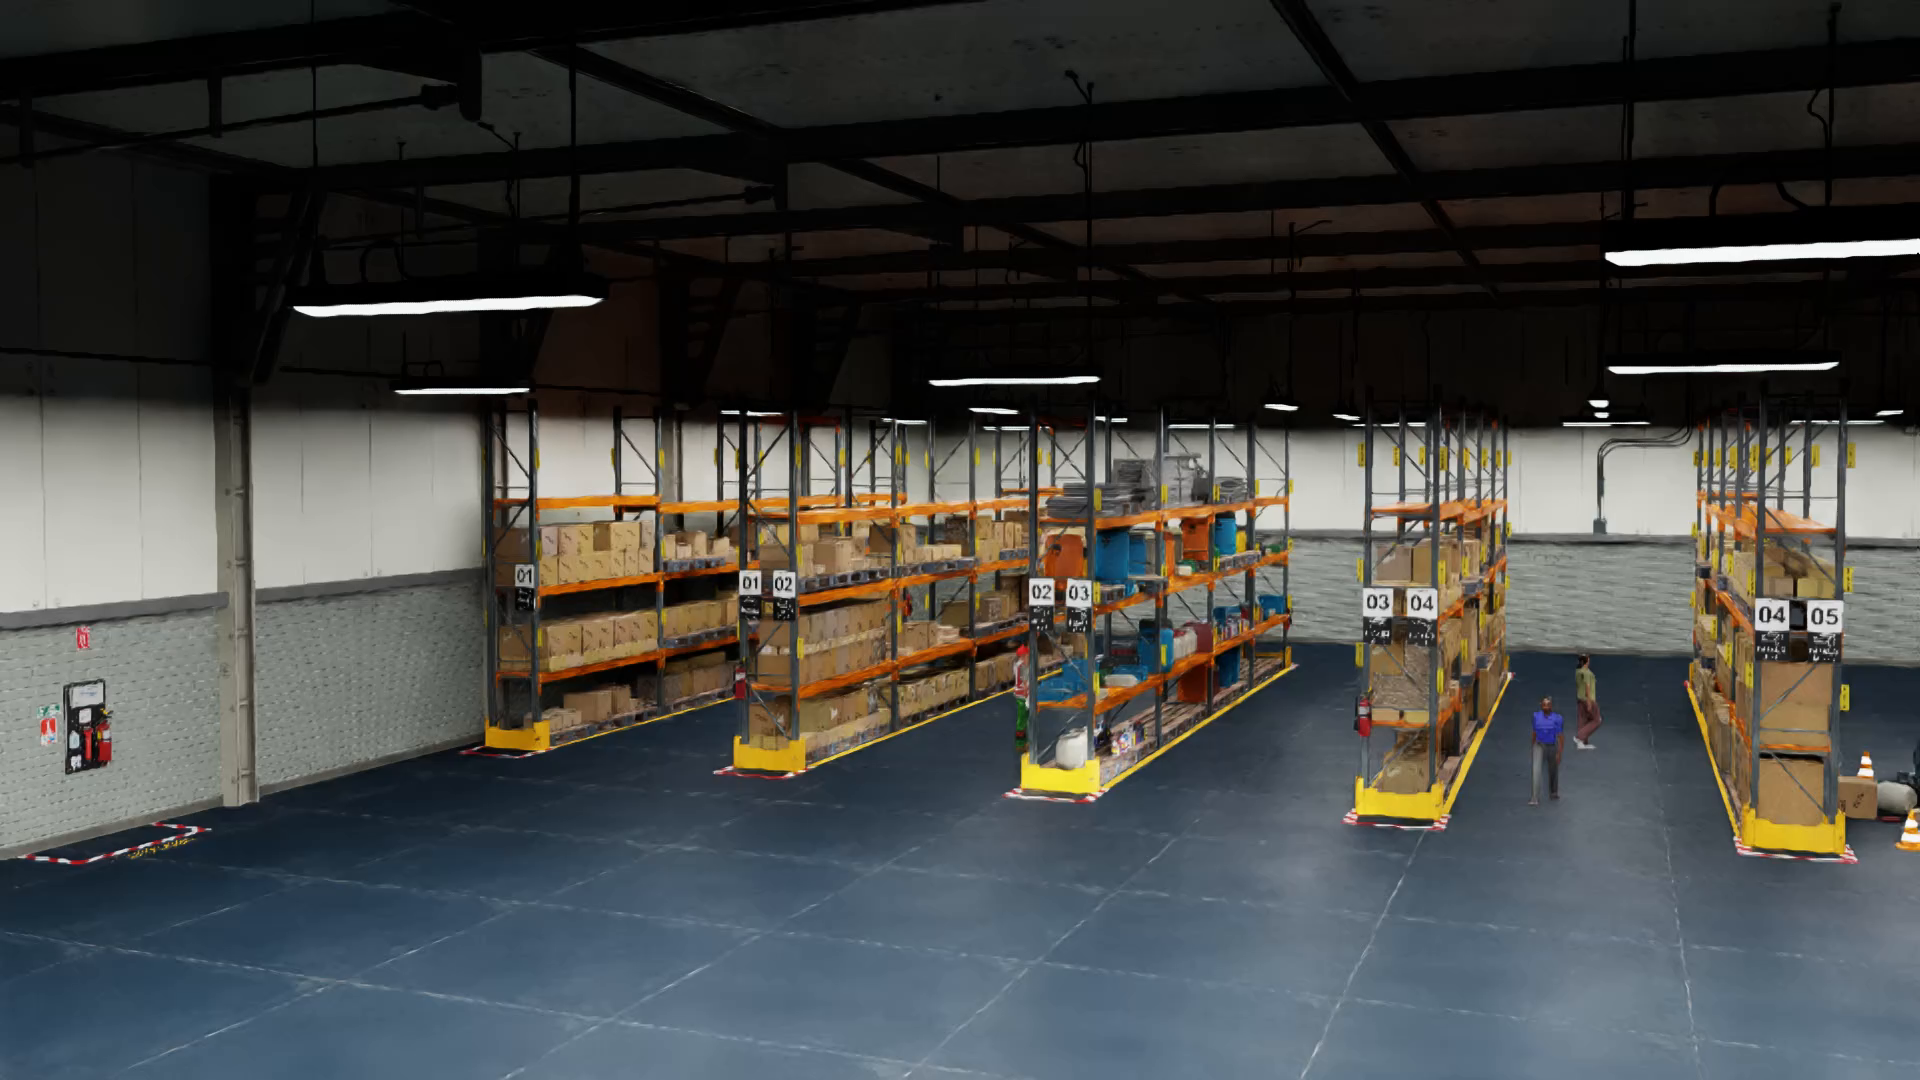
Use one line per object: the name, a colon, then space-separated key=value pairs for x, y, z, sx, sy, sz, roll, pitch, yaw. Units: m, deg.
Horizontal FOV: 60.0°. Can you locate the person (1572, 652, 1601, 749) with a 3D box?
person: x=10.700 y=2.760 z=28.485 sx=0.432 sy=1.670 sz=0.503 roll=0 pitch=3 yaw=-7

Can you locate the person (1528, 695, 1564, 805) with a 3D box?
person: x=8.482 y=3.010 z=24.015 sx=0.450 sy=1.572 sz=1.092 roll=1 pitch=3 yaw=24

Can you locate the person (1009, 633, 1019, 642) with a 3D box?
person: x=1.475 y=2.008 z=42.504 sx=0.464 sy=1.763 sz=0.626 roll=0 pitch=3 yaw=2

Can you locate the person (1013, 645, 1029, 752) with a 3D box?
person: x=1.126 y=2.688 z=28.425 sx=0.450 sy=1.789 sz=0.605 roll=0 pitch=3 yaw=-10
